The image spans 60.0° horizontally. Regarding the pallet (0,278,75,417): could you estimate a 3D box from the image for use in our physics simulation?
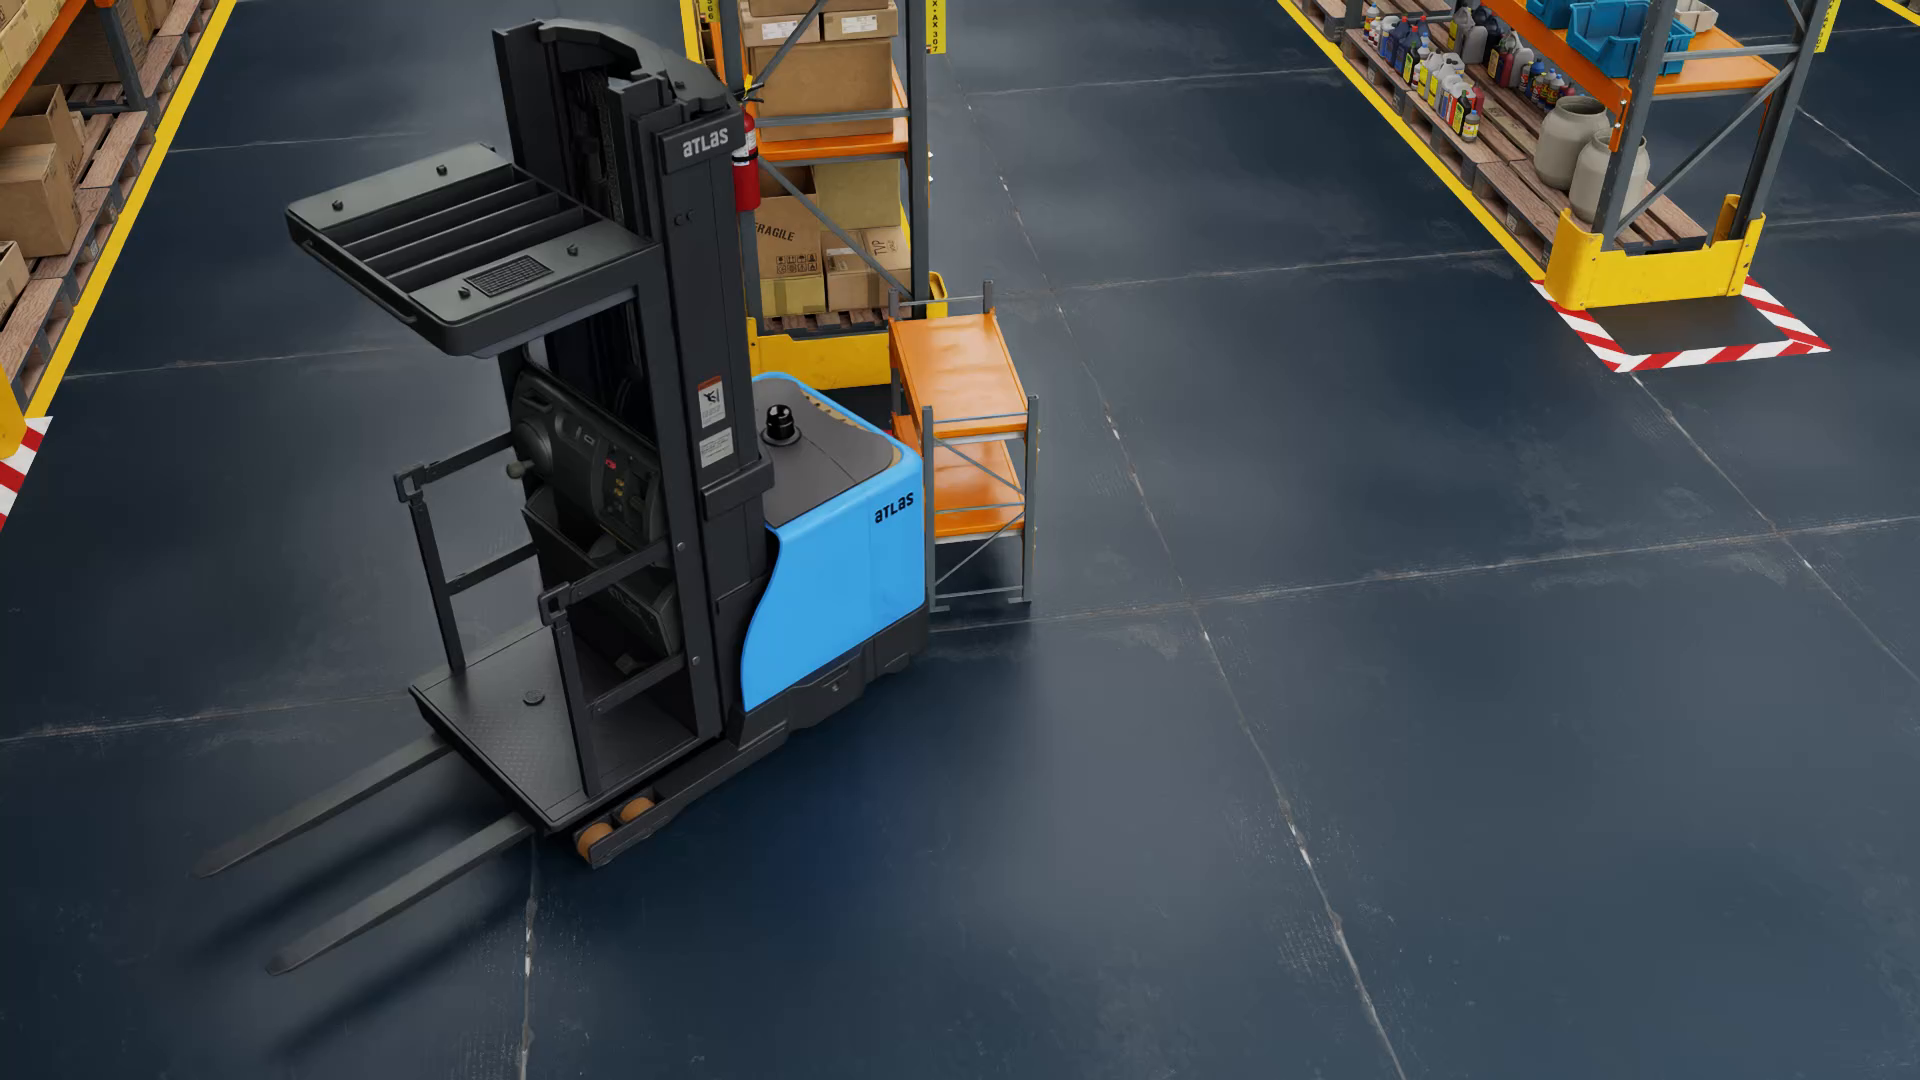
[{"bbox_3d":[-5.666,-1.045,9.323,1.003,0.211,1.213,-6,38,-8],"label":"pallet"}]

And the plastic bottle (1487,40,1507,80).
[{"bbox_3d":[3.898,-3.493,12.057,0.061,0.283,0.133,-6,38,-8],"label":"plastic bottle"}]

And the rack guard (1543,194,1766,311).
[{"bbox_3d":[4.149,-1.725,9.963,1.175,0.500,0.348,-6,38,-8],"label":"rack guard"}]

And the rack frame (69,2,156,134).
[{"bbox_3d":[-6.247,-4.022,10.882,1.000,3.000,0.127,-6,38,-8],"label":"rack frame"}]

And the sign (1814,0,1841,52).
[{"bbox_3d":[4.751,-2.837,9.132,0.100,0.325,0.005,-6,38,-8],"label":"sign"}]

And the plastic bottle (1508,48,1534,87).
[{"bbox_3d":[4.019,-3.418,11.966,0.152,0.276,0.135,-6,38,-7],"label":"plastic bottle"}]

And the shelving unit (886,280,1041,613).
[{"bbox_3d":[-0.001,-0.448,7.810,0.538,1.125,1.048,-6,38,-8],"label":"shelving unit"}]

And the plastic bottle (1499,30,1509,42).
[{"bbox_3d":[4.007,-3.621,12.221,0.061,0.283,0.133,-4,38,-5],"label":"plastic bottle"}]

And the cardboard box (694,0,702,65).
[{"bbox_3d":[-1.597,-3.619,11.651,0.500,0.500,0.500,-6,38,-8],"label":"cardboard box"}]

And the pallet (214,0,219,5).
[{"bbox_3d":[-6.812,-4.865,14.240,1.003,0.211,1.213,-6,38,-8],"label":"pallet"}]

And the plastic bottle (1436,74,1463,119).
[{"bbox_3d":[3.413,-3.071,11.519,0.152,0.276,0.135,-7,38,-9],"label":"plastic bottle"}]

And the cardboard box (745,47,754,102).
[{"bbox_3d":[-0.835,-2.781,9.203,0.700,0.500,0.500,-5,38,-7],"label":"cardboard box"}]

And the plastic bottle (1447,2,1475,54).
[{"bbox_3d":[3.762,-3.842,12.451,0.144,0.351,0.185,-6,38,-8],"label":"plastic bottle"}]

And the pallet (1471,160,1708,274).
[{"bbox_3d":[4.012,-2.102,10.684,1.003,0.211,1.213,-6,38,-8],"label":"pallet"}]

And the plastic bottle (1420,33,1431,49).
[{"bbox_3d":[3.384,-3.577,12.175,0.097,0.271,0.097,0,38,0],"label":"plastic bottle"}]

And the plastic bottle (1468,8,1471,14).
[{"bbox_3d":[3.877,-3.971,12.738,0.097,0.201,0.097,0,38,0],"label":"plastic bottle"}]

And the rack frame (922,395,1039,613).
[{"bbox_3d":[0.088,-0.141,7.415,0.500,1.125,0.032,-6,38,-8],"label":"rack frame"}]

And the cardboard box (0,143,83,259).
[{"bbox_3d":[-5.757,-2.013,9.975,0.700,0.500,0.500,-9,39,-11],"label":"cardboard box"}]

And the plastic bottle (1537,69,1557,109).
[{"bbox_3d":[4.120,-3.164,11.643,0.097,0.271,0.097,0,38,0],"label":"plastic bottle"}]

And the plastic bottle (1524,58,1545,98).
[{"bbox_3d":[4.084,-3.286,11.800,0.097,0.271,0.097,0,38,0],"label":"plastic bottle"}]

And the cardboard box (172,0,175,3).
[{"bbox_3d":[-6.679,-4.575,13.272,0.700,0.500,0.500,-6,38,-8],"label":"cardboard box"}]

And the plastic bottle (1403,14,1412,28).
[{"bbox_3d":[3.320,-3.768,12.411,0.061,0.283,0.133,-6,38,-8],"label":"plastic bottle"}]

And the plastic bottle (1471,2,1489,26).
[{"bbox_3d":[3.904,-3.857,12.470,0.144,0.351,0.185,-7,38,-9],"label":"plastic bottle"}]

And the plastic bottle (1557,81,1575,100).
[{"bbox_3d":[4.176,-3.040,11.473,0.061,0.283,0.133,-6,38,-7],"label":"plastic bottle"}]

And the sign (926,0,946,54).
[{"bbox_3d":[-0.122,-2.570,8.243,0.100,0.325,0.005,-6,38,-8],"label":"sign"}]

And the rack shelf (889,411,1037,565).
[{"bbox_3d":[-0.001,-0.255,7.960,0.538,0.278,1.000,-6,38,-8],"label":"rack shelf"}]

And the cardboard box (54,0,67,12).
[{"bbox_3d":[-5.786,-3.415,10.207,0.500,0.250,0.500,-6,38,-8],"label":"cardboard box"}]

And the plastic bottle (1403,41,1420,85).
[{"bbox_3d":[3.261,-3.438,11.986,0.061,0.283,0.133,-5,38,-6],"label":"plastic bottle"}]

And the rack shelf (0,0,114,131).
[{"bbox_3d":[-5.896,-2.530,9.548,1.077,0.370,4.000,-6,38,-8],"label":"rack shelf"}]

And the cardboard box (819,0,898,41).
[{"bbox_3d":[-0.526,-2.697,8.566,0.380,0.149,0.250,-6,38,-8],"label":"cardboard box"}]

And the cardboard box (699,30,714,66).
[{"bbox_3d":[-1.422,-3.015,10.874,0.500,0.500,0.500,-6,38,-8],"label":"cardboard box"}]

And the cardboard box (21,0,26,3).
[{"bbox_3d":[-5.688,-3.408,9.587,0.500,0.500,0.500,-7,38,-9],"label":"cardboard box"}]

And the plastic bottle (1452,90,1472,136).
[{"bbox_3d":[3.416,-2.903,11.298,0.061,0.283,0.133,-5,38,-7],"label":"plastic bottle"}]

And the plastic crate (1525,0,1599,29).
[{"bbox_3d":[3.718,-3.276,10.043,0.499,0.251,0.408,-6,38,-8],"label":"plastic crate"}]

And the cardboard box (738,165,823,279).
[{"bbox_3d":[-1.056,-1.809,9.321,0.500,0.500,0.500,-6,38,-8],"label":"cardboard box"}]

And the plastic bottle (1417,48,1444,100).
[{"bbox_3d":[3.348,-3.312,11.769,0.144,0.351,0.185,-7,38,-8],"label":"plastic bottle"}]

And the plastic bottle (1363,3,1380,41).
[{"bbox_3d":[3.131,-3.944,12.647,0.097,0.271,0.097,0,38,0],"label":"plastic bottle"}]

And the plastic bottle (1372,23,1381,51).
[{"bbox_3d":[3.167,-3.794,12.511,0.097,0.201,0.097,0,38,0],"label":"plastic bottle"}]

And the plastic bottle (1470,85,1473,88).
[{"bbox_3d":[3.533,-3.066,11.574,0.097,0.201,0.097,0,38,0],"label":"plastic bottle"}]

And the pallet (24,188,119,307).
[{"bbox_3d":[-5.877,-1.781,10.270,1.003,0.211,1.213,-6,38,-8],"label":"pallet"}]

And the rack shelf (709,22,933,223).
[{"bbox_3d":[-1.020,-3.065,10.236,1.077,0.370,4.000,-6,38,-8],"label":"rack shelf"}]

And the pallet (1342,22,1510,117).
[{"bbox_3d":[3.584,-3.576,12.581,1.003,0.211,1.213,-6,38,-8],"label":"pallet"}]

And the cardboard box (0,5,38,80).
[{"bbox_3d":[-5.593,-2.810,9.427,0.500,0.250,0.500,-6,38,-8],"label":"cardboard box"}]

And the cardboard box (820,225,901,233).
[{"bbox_3d":[-0.635,-1.870,10.012,0.500,0.250,0.500,-6,38,-8],"label":"cardboard box"}]

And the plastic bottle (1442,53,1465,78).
[{"bbox_3d":[3.489,-3.314,11.832,0.152,0.276,0.135,-6,38,-8],"label":"plastic bottle"}]

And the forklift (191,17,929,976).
[{"bbox_3d":[-1.549,-0.245,6.077,3.031,2.935,1.130,-30,47,-33],"label":"forklift"}]

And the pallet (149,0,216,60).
[{"bbox_3d":[-6.602,-4.129,13.293,1.003,0.211,1.213,-6,38,-8],"label":"pallet"}]

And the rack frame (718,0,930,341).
[{"bbox_3d":[-0.669,-2.141,8.461,1.000,3.000,0.127,-6,38,-8],"label":"rack frame"}]

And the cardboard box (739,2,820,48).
[{"bbox_3d":[-0.924,-2.647,8.502,0.380,0.149,0.250,-7,38,-9],"label":"cardboard box"}]

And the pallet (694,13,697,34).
[{"bbox_3d":[-1.538,-3.897,12.994,1.003,0.211,1.213,-6,38,-8],"label":"pallet"}]

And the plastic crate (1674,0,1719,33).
[{"bbox_3d":[4.368,-3.143,9.965,0.298,0.136,0.250,-6,38,-8],"label":"plastic crate"}]

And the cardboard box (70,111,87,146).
[{"bbox_3d":[-6.123,-2.757,11.204,0.380,0.166,0.250,-11,39,-14],"label":"cardboard box"}]

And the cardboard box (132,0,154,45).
[{"bbox_3d":[-6.532,-3.958,12.479,0.700,0.500,0.500,-7,38,-9],"label":"cardboard box"}]

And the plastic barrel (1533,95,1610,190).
[{"bbox_3d":[3.930,-2.547,10.669,0.421,0.512,0.421,0,38,0],"label":"plastic barrel"}]

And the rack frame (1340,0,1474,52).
[{"bbox_3d":[3.507,-5.088,12.254,1.000,3.000,0.127,-6,38,-8],"label":"rack frame"}]

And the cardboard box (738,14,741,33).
[{"bbox_3d":[-1.012,-3.399,9.998,0.700,0.500,0.500,-5,38,-7],"label":"cardboard box"}]

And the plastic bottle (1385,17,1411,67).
[{"bbox_3d":[3.240,-3.683,12.246,0.144,0.351,0.185,-5,38,-7],"label":"plastic bottle"}]
